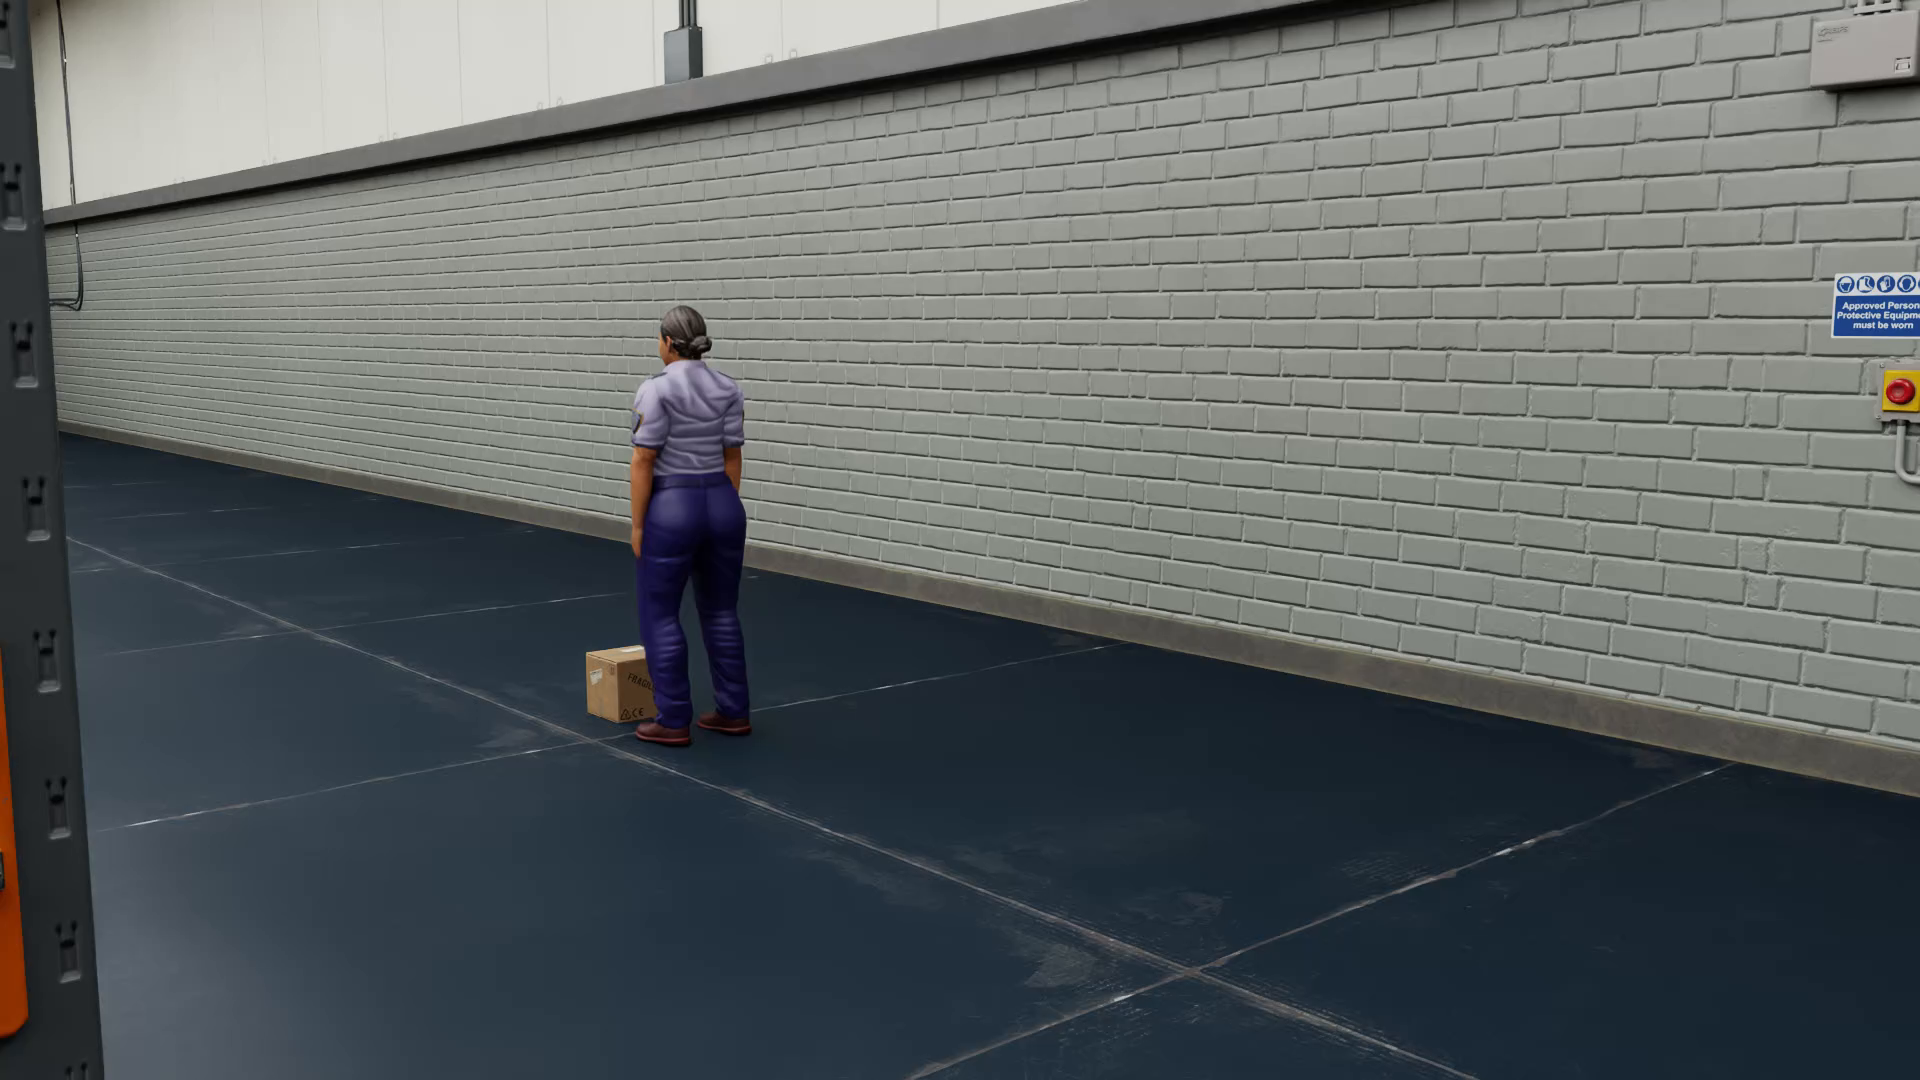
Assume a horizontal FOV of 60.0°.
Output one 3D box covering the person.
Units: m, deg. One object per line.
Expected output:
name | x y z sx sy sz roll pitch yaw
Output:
person | -1.044 -0.057 6.300 0.467 1.646 0.343 -6 10 -39
